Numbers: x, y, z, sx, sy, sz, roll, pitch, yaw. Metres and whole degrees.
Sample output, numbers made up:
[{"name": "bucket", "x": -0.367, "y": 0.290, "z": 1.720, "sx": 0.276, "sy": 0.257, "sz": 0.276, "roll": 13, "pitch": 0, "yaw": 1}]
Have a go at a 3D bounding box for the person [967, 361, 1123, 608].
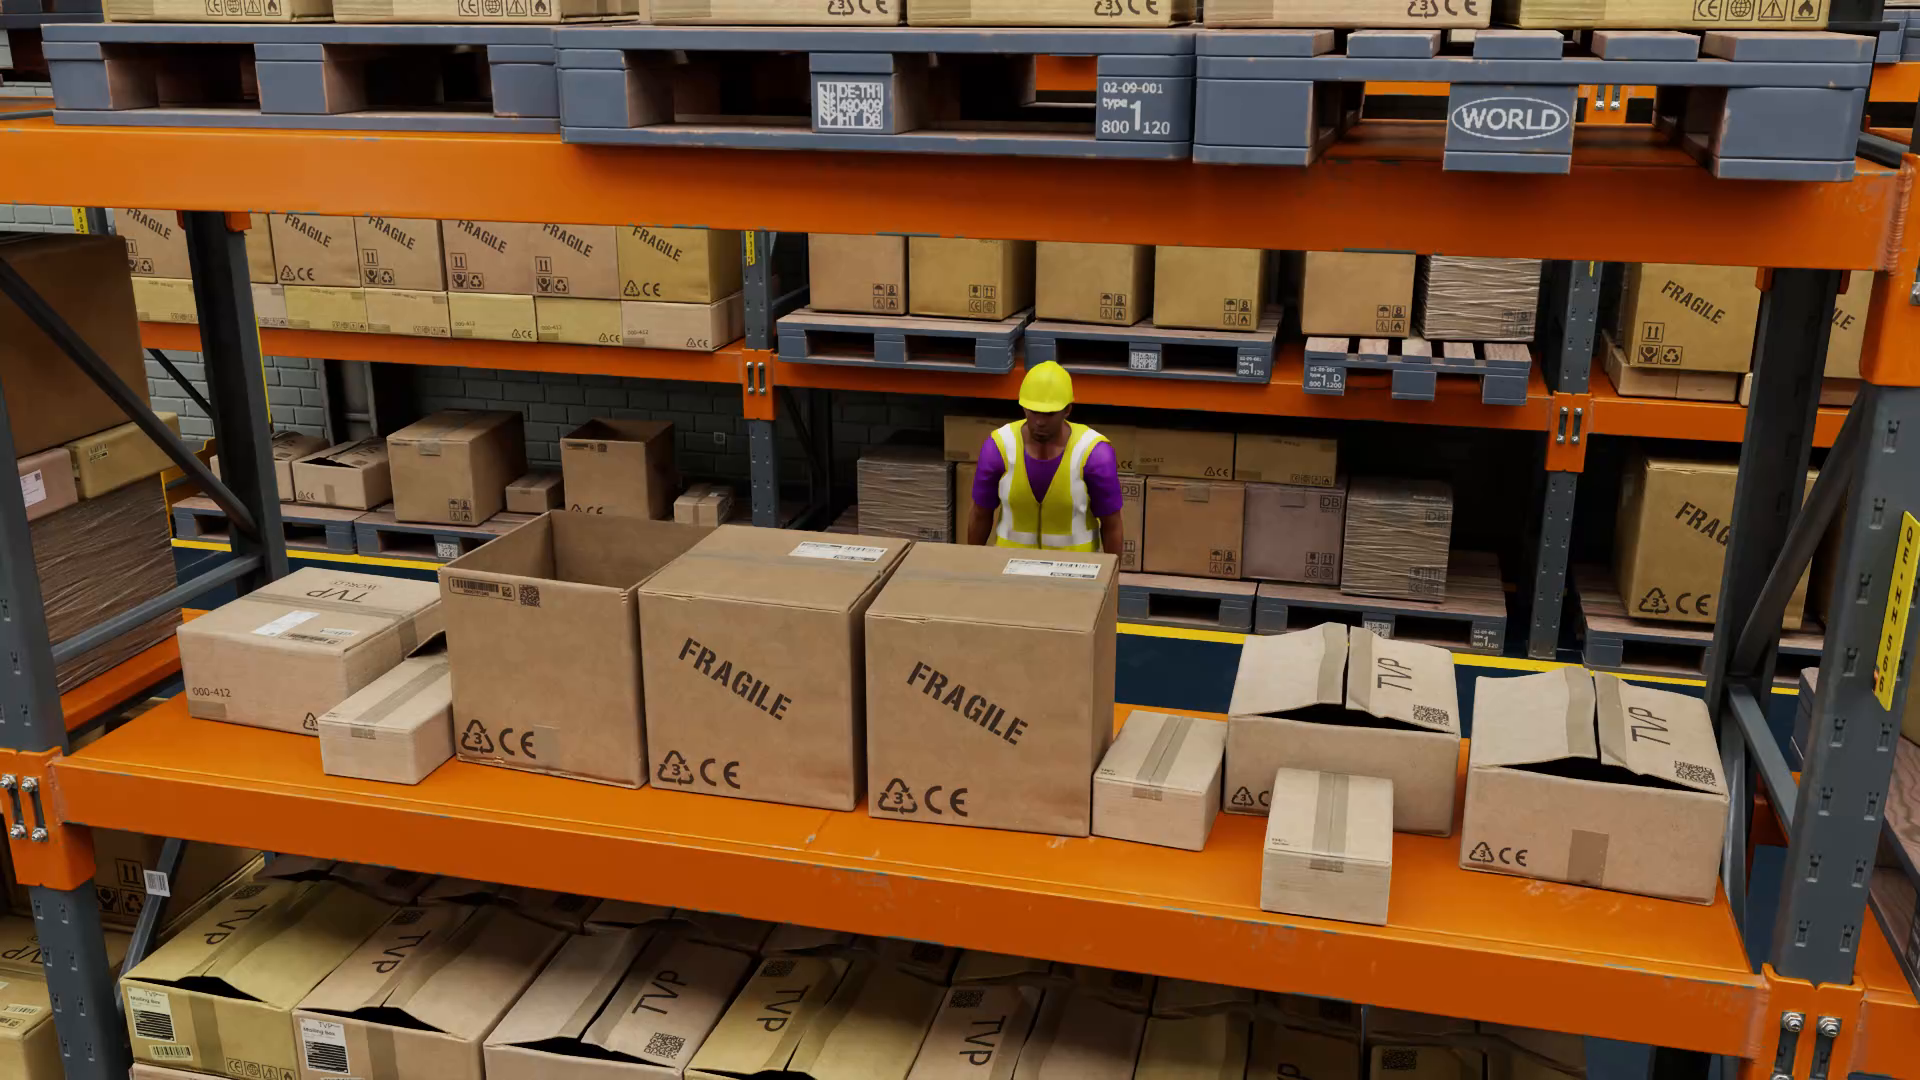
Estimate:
[{"name": "person", "x": 0.324, "y": 0.149, "z": 6.572, "sx": 0.626, "sy": 1.761, "sz": 0.458, "roll": 5, "pitch": 19, "yaw": 13}]
